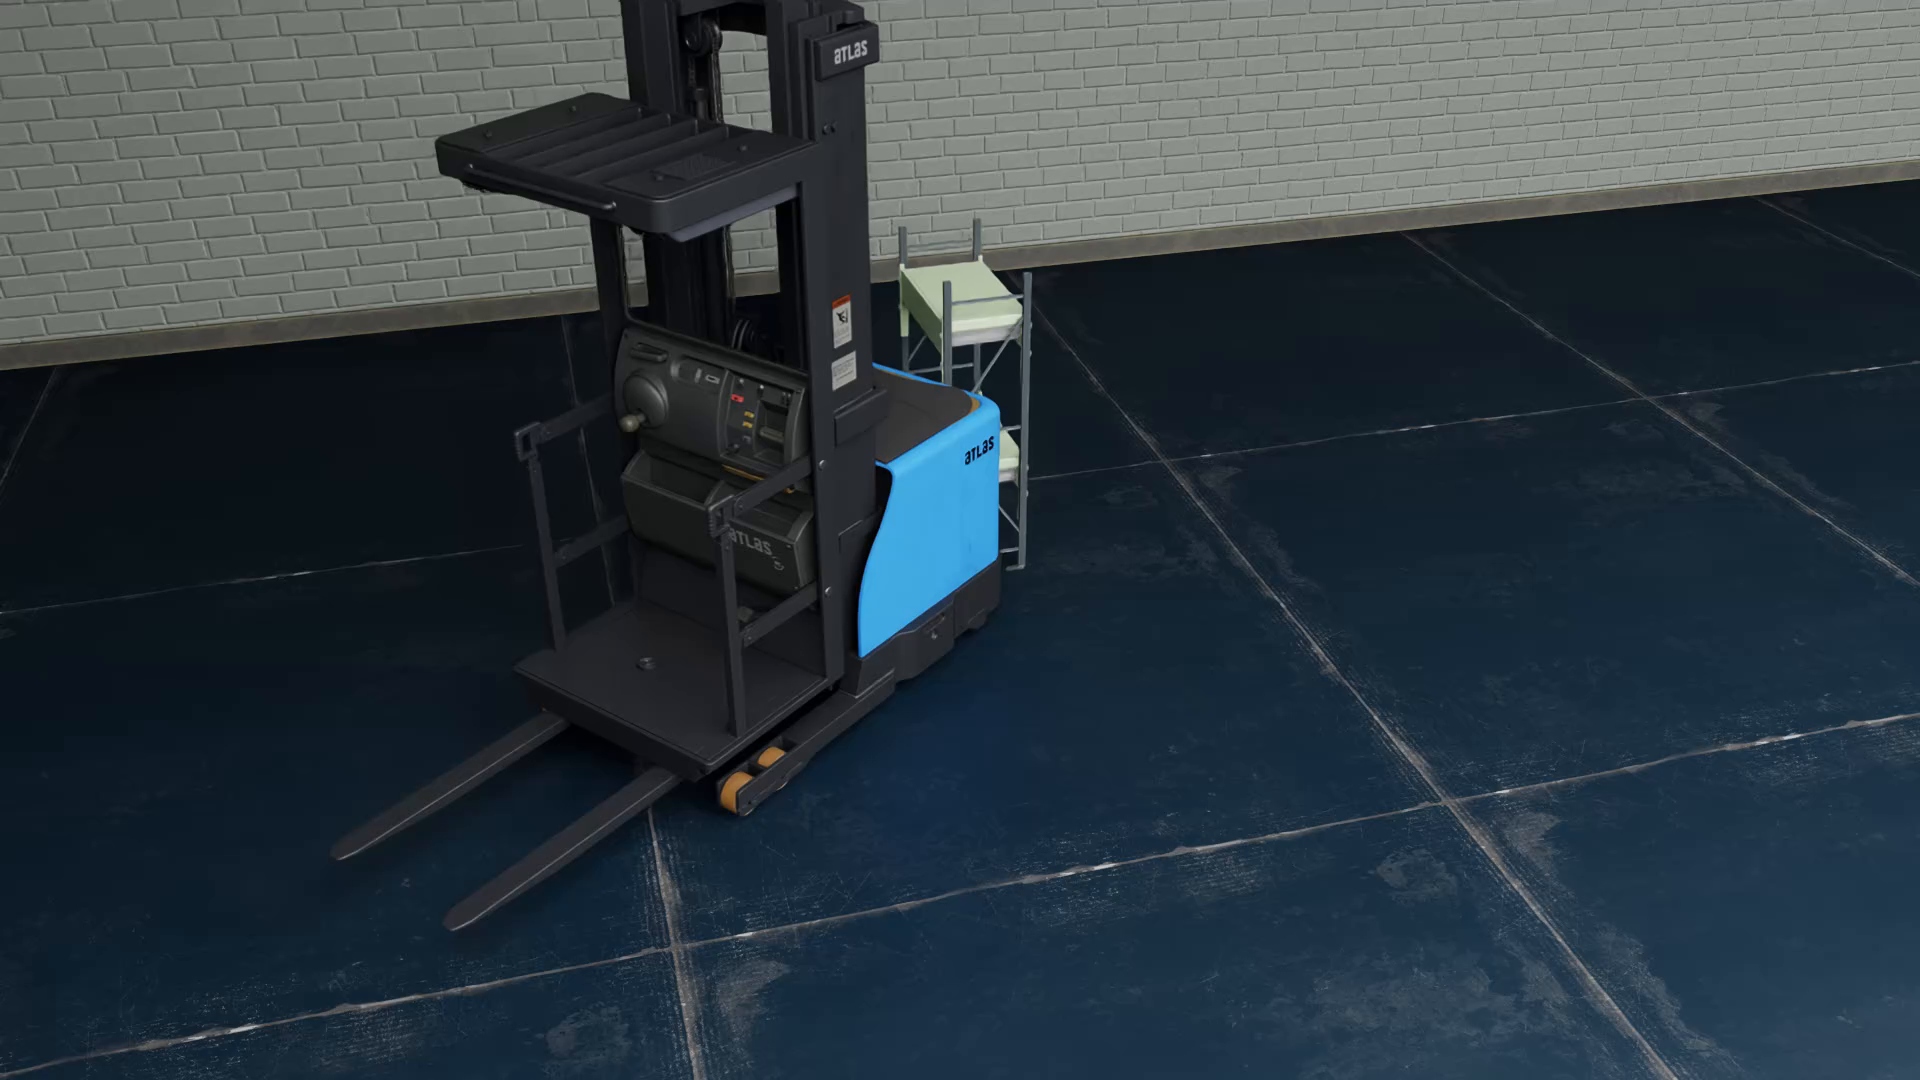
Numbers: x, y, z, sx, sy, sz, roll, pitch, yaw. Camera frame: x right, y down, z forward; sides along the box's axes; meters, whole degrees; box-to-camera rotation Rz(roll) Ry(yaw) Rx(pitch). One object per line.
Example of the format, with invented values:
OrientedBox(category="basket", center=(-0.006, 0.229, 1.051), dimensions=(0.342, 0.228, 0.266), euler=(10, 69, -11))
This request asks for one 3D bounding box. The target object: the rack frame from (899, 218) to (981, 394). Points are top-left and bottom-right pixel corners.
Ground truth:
OrientedBox(category="rack frame", center=(-0.094, -0.844, 8.211), dimensions=(0.400, 1.500, 0.023), euler=(-9, 31, -15))

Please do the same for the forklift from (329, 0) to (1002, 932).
OrientedBox(category="forklift", center=(-1.081, -0.482, 6.158), dimensions=(1.130, 2.935, 3.031), euler=(20, 36, 30))

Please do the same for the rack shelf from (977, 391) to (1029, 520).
OrientedBox(category="rack shelf", center=(0.013, -0.387, 8.071), dimensions=(0.431, 0.370, 0.720), euler=(-9, 31, -15))

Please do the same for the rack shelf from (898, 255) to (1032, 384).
OrientedBox(category="rack shelf", center=(0.013, -1.006, 7.713), dimensions=(0.431, 0.370, 0.720), euler=(-9, 31, -15))

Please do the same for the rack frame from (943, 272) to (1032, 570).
OrientedBox(category="rack frame", center=(0.120, -0.493, 7.605), dimensions=(0.400, 1.500, 0.023), euler=(-9, 31, -15))

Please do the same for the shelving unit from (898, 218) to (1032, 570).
OrientedBox(category="shelving unit", center=(0.013, -0.669, 7.908), dimensions=(0.431, 1.500, 0.755), euler=(-9, 31, -15))
